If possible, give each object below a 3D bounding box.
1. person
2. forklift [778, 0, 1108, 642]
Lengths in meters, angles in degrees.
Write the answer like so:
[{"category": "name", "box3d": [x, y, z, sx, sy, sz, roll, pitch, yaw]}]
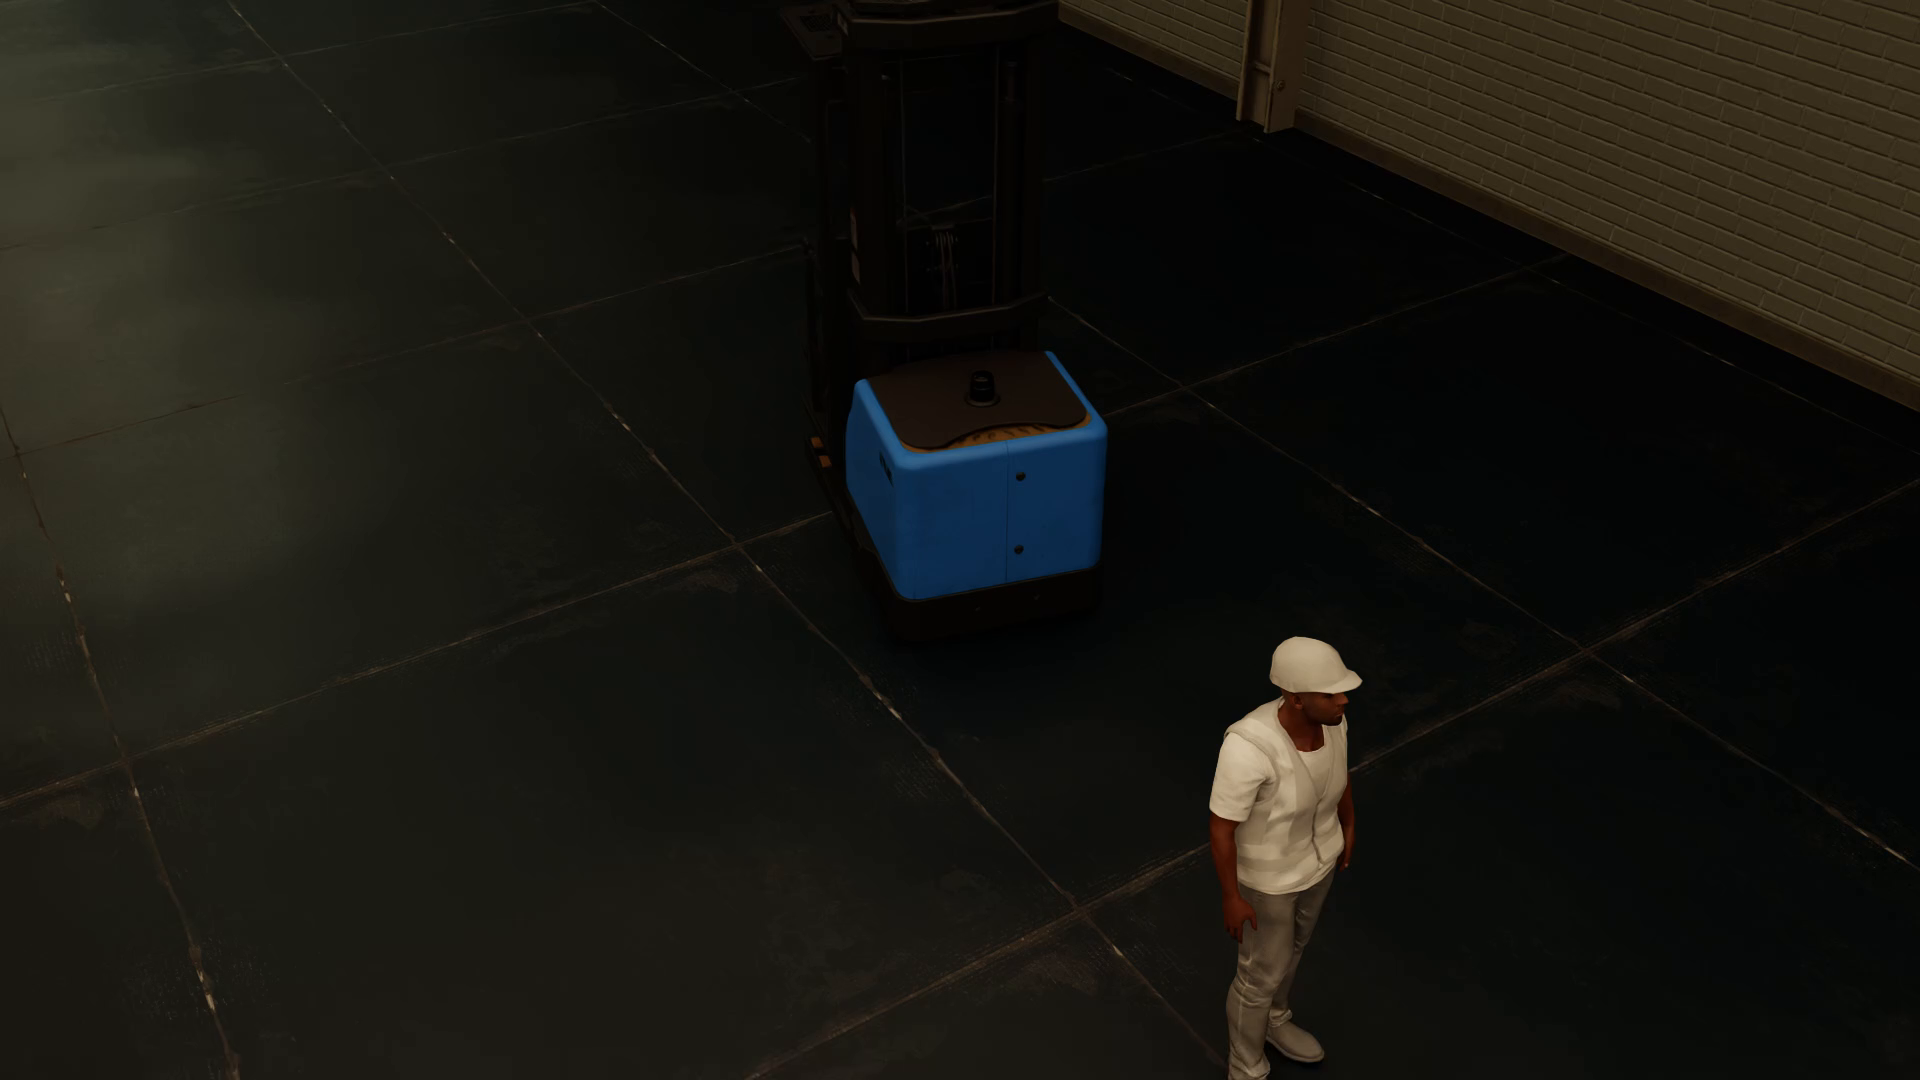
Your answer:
[{"category": "person", "box3d": [1.144, 1.113, 5.564, 0.665, 1.768, 0.575, -27, 43, -33]}, {"category": "forklift", "box3d": [-0.232, -1.563, 8.372, 1.130, 2.935, 3.031, -10, 36, -14]}]
